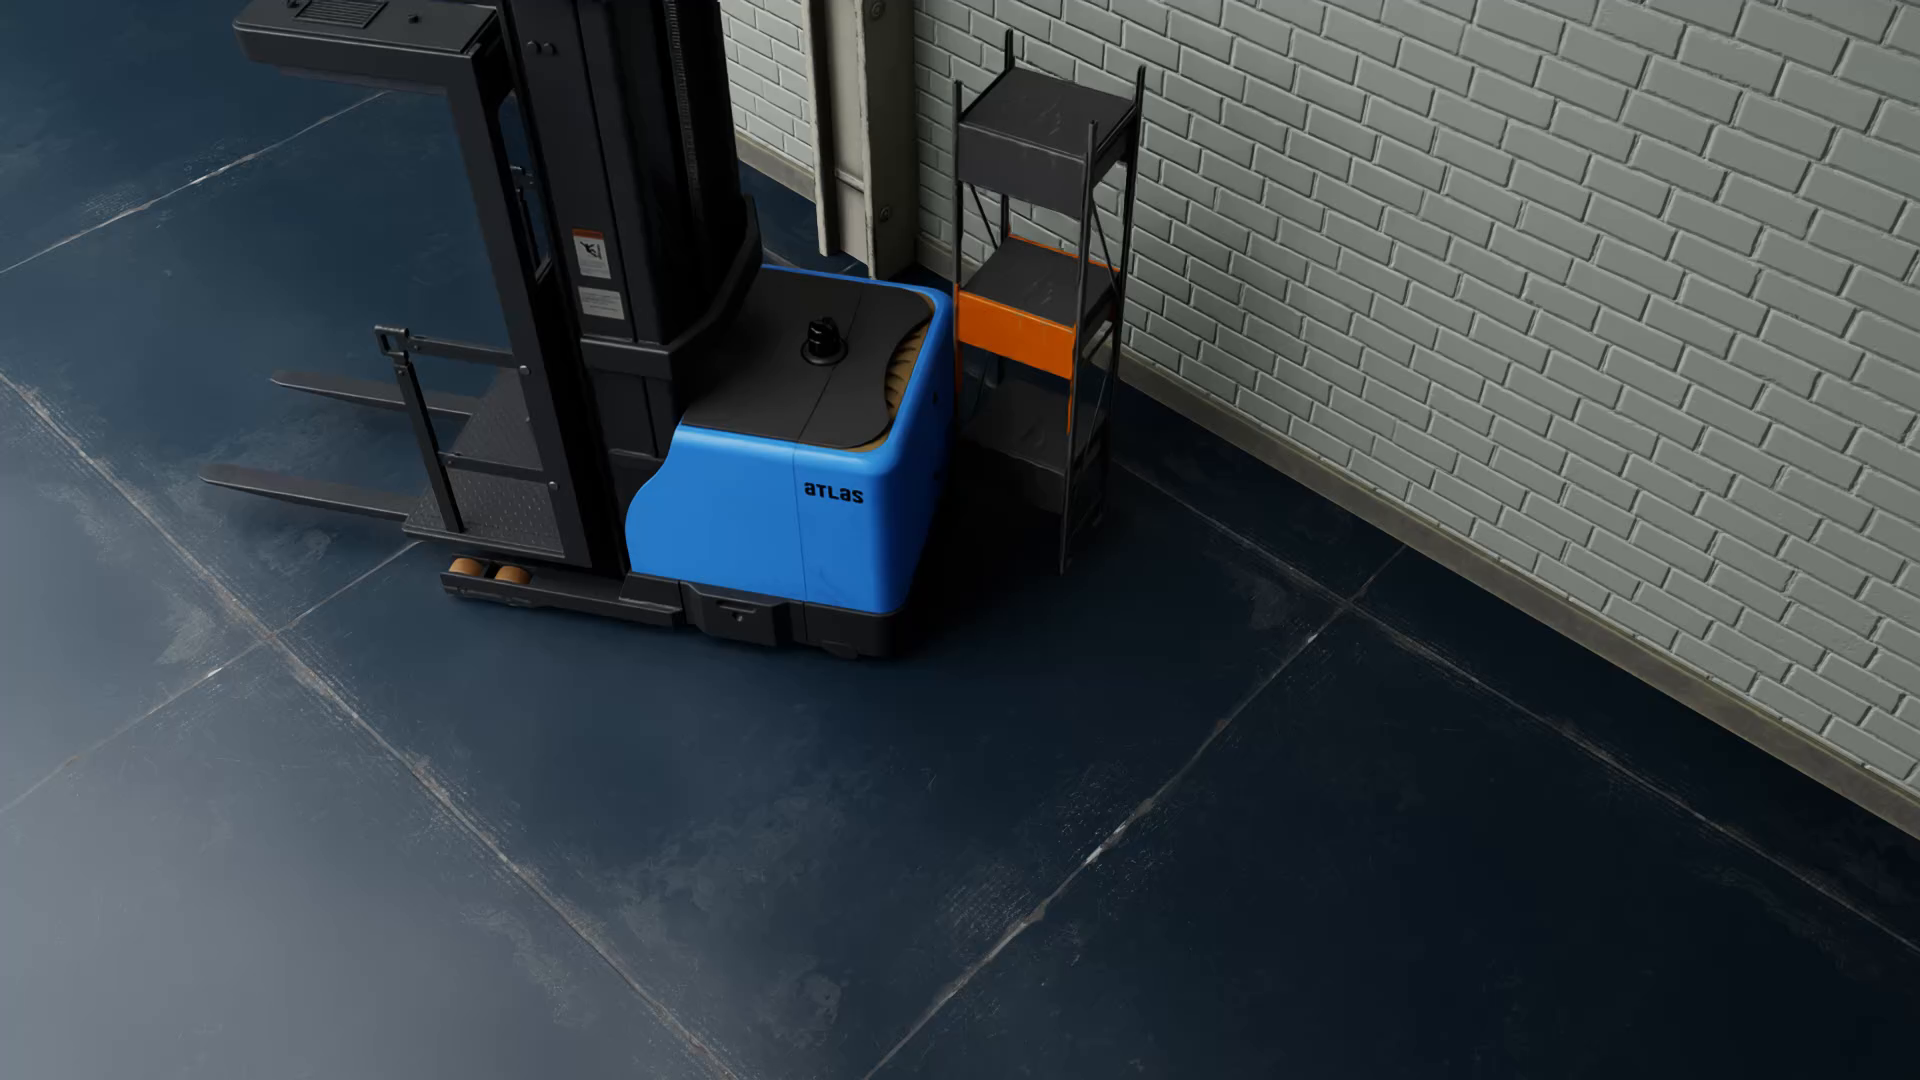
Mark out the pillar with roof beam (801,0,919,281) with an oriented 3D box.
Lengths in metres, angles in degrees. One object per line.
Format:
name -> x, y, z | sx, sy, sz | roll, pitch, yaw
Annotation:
pillar with roof beam -> -3.365, -2.176, 2.729 | 0.400, 9.000, 9.100 | 34, 55, 28

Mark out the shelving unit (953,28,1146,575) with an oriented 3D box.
shelving unit -> 0.292, -0.792, 6.162 | 0.503, 2.100, 0.431 | 22, 51, 19

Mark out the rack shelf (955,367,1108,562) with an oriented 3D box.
rack shelf -> 0.292, -0.303, 6.682 | 0.480, 0.518, 0.431 | 22, 51, 19

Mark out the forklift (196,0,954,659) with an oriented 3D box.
forklift -> -1.575, -1.107, 5.887 | 3.031, 2.935, 1.130 | 9, 48, 9

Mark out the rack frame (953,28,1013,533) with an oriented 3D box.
rack frame -> 0.078, -0.877, 6.242 | 0.015, 2.100, 0.400 | 22, 51, 19

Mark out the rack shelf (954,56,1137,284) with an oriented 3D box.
rack shelf -> 0.292, -1.262, 5.661 | 0.480, 0.518, 0.431 | 22, 51, 19

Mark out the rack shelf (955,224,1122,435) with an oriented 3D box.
rack shelf -> 0.292, -0.782, 6.172 | 0.480, 0.518, 0.431 | 22, 51, 19

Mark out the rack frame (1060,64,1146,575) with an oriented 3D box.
rack frame -> 0.506, -0.706, 6.082 | 0.015, 2.100, 0.400 | 22, 51, 19
